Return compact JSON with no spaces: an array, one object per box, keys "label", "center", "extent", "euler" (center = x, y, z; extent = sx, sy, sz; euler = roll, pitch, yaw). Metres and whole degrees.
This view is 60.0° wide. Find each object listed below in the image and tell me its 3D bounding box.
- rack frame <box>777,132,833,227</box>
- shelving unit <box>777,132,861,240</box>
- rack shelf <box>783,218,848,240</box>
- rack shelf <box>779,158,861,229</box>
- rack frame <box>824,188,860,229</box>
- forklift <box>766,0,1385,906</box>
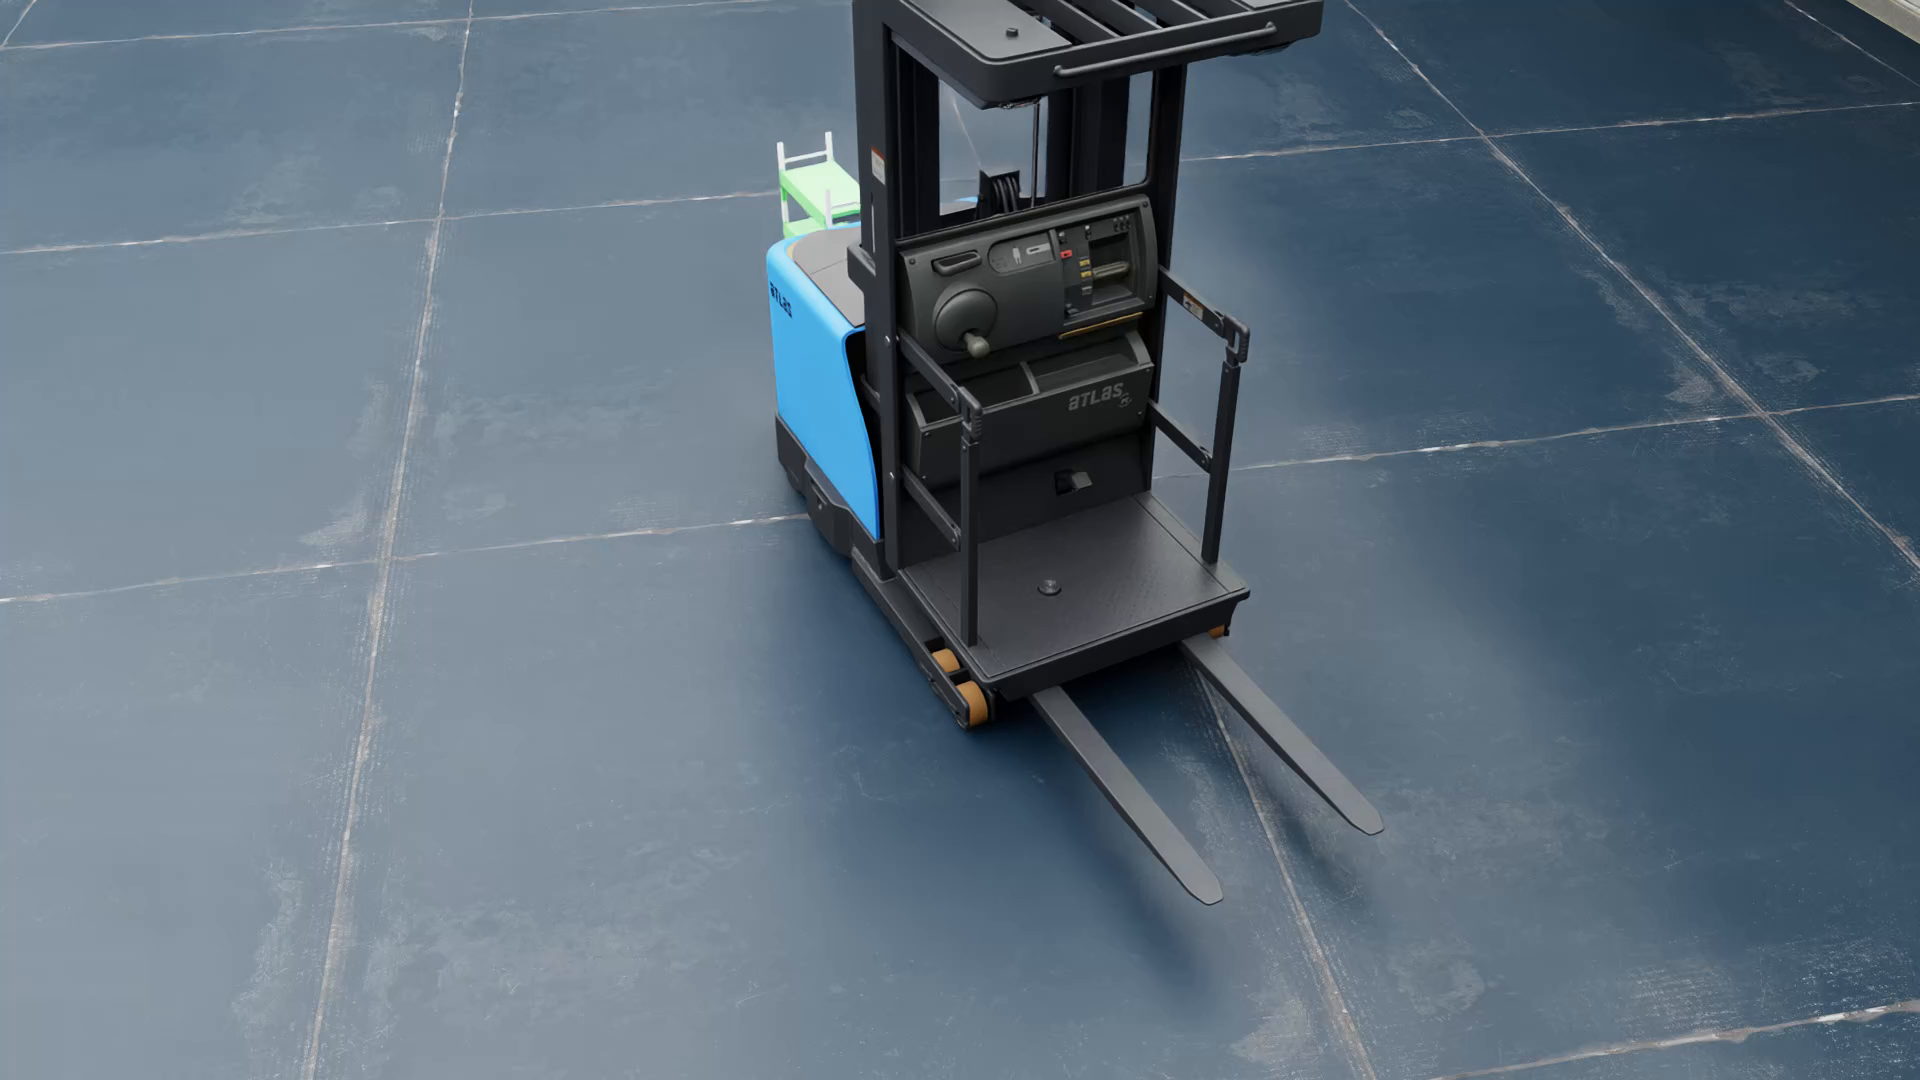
[{"label":"rack frame","center":[-0.649,-1.206,7.324],"extent":[0.240,1.200,0.015],"euler":[-17,41,-21]},{"label":"shelving unit","center":[-0.538,-1.074,7.151],"extent":[0.258,1.200,0.503],"euler":[-17,41,-21]},{"label":"rack shelf","center":[-0.538,-1.213,7.044],"extent":[0.258,0.148,0.480],"euler":[-17,41,-21]},{"label":"rack shelf","center":[-0.539,-1.404,6.898],"extent":[0.258,0.148,0.480],"euler":[-17,41,-21]},{"label":"rack frame","center":[-0.426,-0.942,6.979],"extent":[0.240,1.200,0.015],"euler":[-17,41,-21]},{"label":"forklift","center":[0.348,-0.806,5.399],"extent":[1.130,2.935,3.031],"euler":[-18,41,-21]}]
